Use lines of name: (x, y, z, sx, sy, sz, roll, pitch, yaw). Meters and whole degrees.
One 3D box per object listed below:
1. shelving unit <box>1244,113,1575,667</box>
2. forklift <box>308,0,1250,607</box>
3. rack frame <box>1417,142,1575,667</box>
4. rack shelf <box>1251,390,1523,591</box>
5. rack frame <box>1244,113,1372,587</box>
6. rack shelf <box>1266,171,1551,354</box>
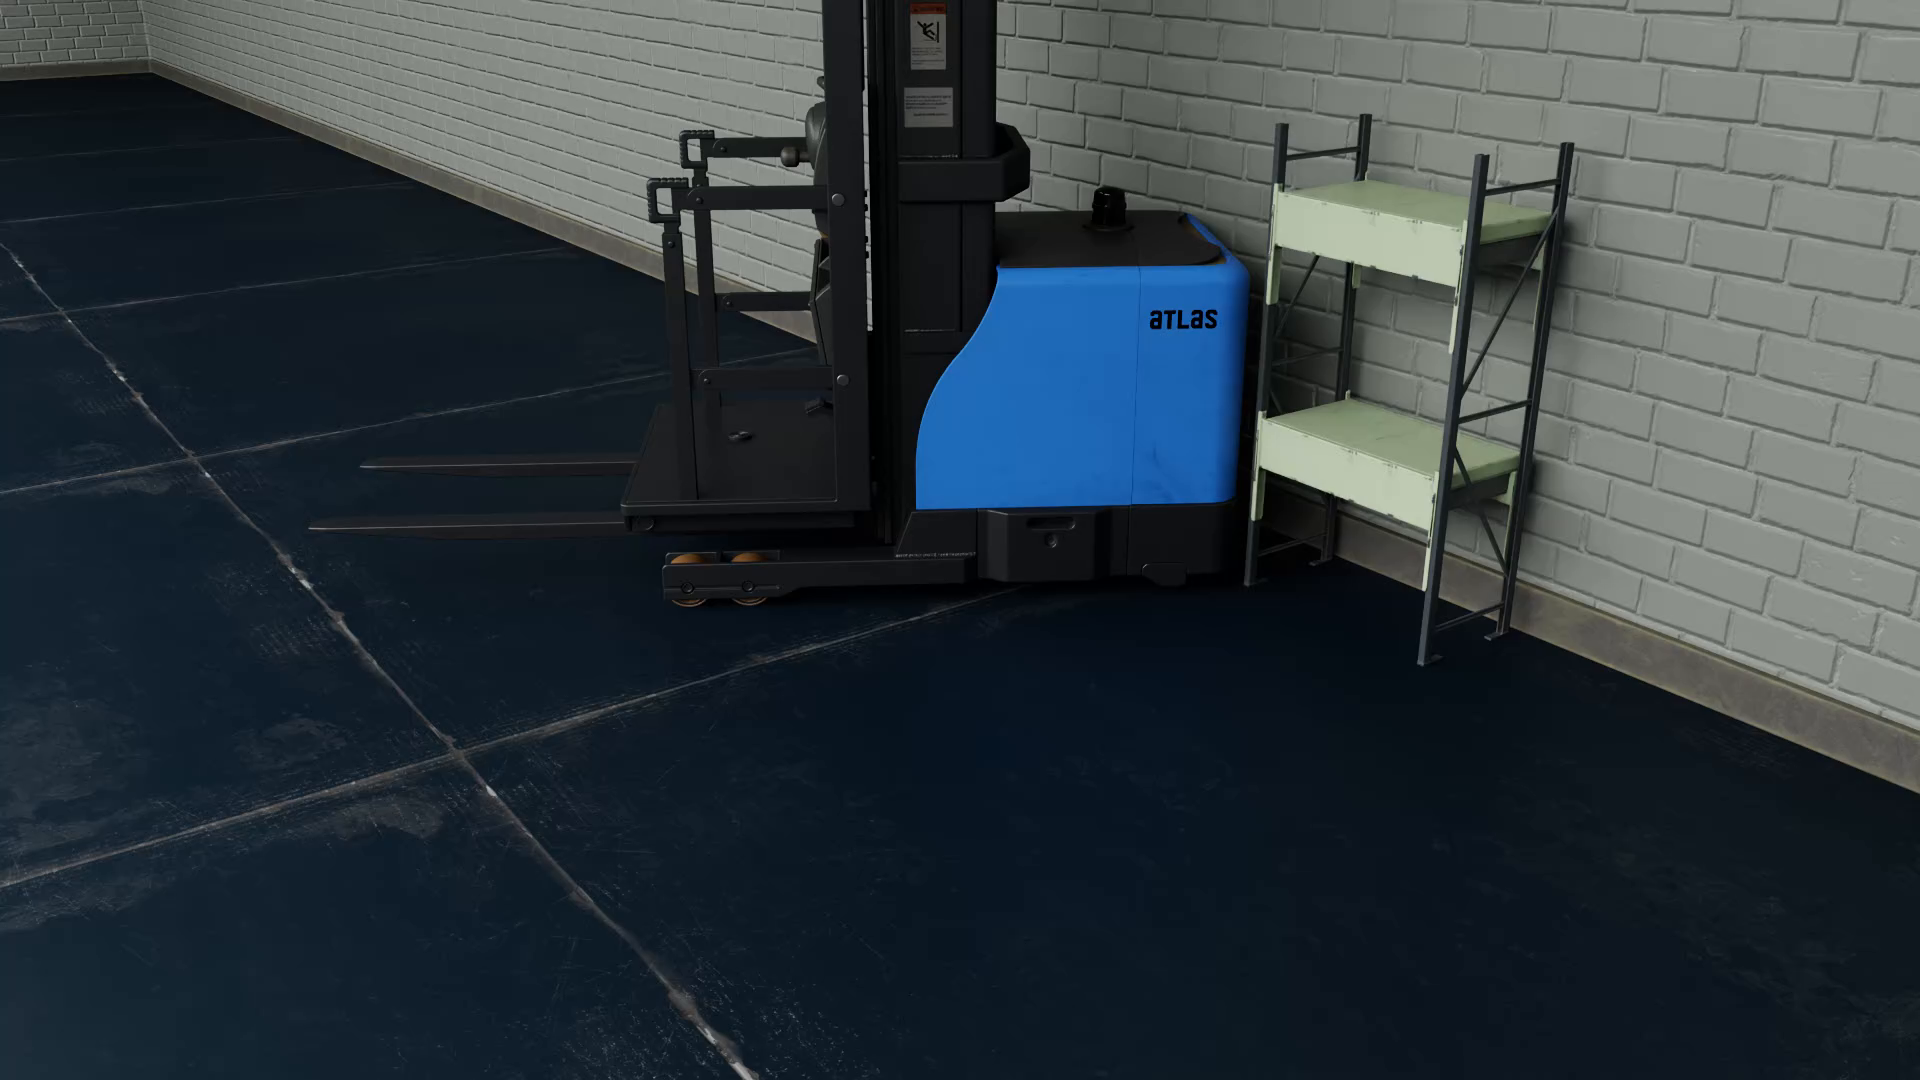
shelving unit: (1.323, -0.476, 5.065, 0.431, 1.500, 0.755, -15, 26, -33)
forklift: (-0.622, -1.348, 5.319, 3.031, 2.935, 1.130, -1, 22, -3)
rack frame: (1.535, -0.365, 4.788, 0.400, 1.500, 0.023, -15, 26, -33)
rack shelf: (1.323, -0.173, 5.186, 0.431, 0.370, 0.720, -15, 26, -33)
rack frame: (1.112, -0.587, 5.343, 0.400, 1.500, 0.023, -15, 26, -33)
rack shelf: (1.323, -0.838, 4.921, 0.431, 0.370, 0.720, -15, 26, -33)
